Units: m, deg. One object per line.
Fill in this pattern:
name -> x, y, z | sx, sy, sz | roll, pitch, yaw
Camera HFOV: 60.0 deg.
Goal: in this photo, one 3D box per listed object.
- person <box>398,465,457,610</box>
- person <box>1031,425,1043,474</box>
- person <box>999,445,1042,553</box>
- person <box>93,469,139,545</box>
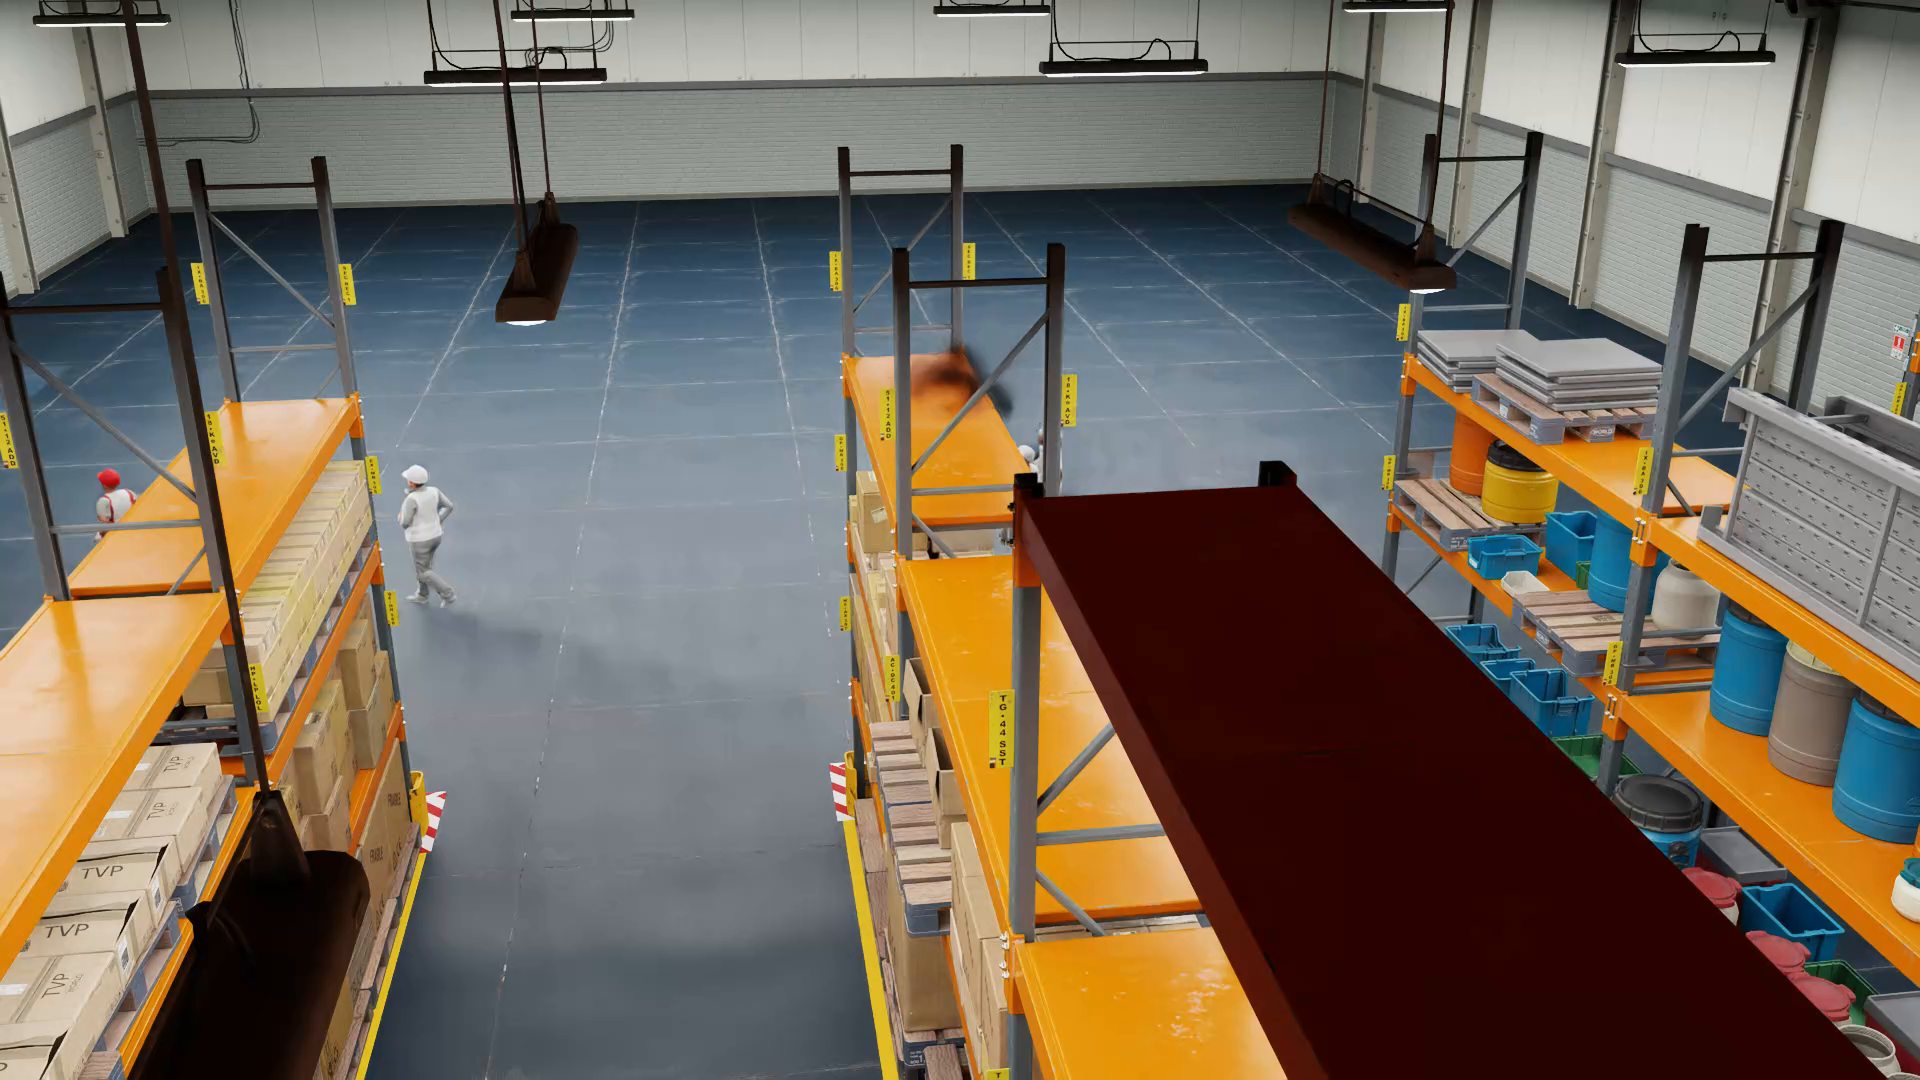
person -> -6.209, -0.028, 19.277 | 0.844, 1.761, 0.671 | 9, 23, 22
person -> 1.031, -0.627, 20.958 | 0.667, 1.728, 0.558 | 6, 22, 15
person -> 0.720, -0.334, 20.148 | 0.576, 1.720, 0.698 | 5, 22, 11
person -> -9.619, 0.031, 19.080 | 0.987, 1.786, 0.656 | 14, 25, 31
